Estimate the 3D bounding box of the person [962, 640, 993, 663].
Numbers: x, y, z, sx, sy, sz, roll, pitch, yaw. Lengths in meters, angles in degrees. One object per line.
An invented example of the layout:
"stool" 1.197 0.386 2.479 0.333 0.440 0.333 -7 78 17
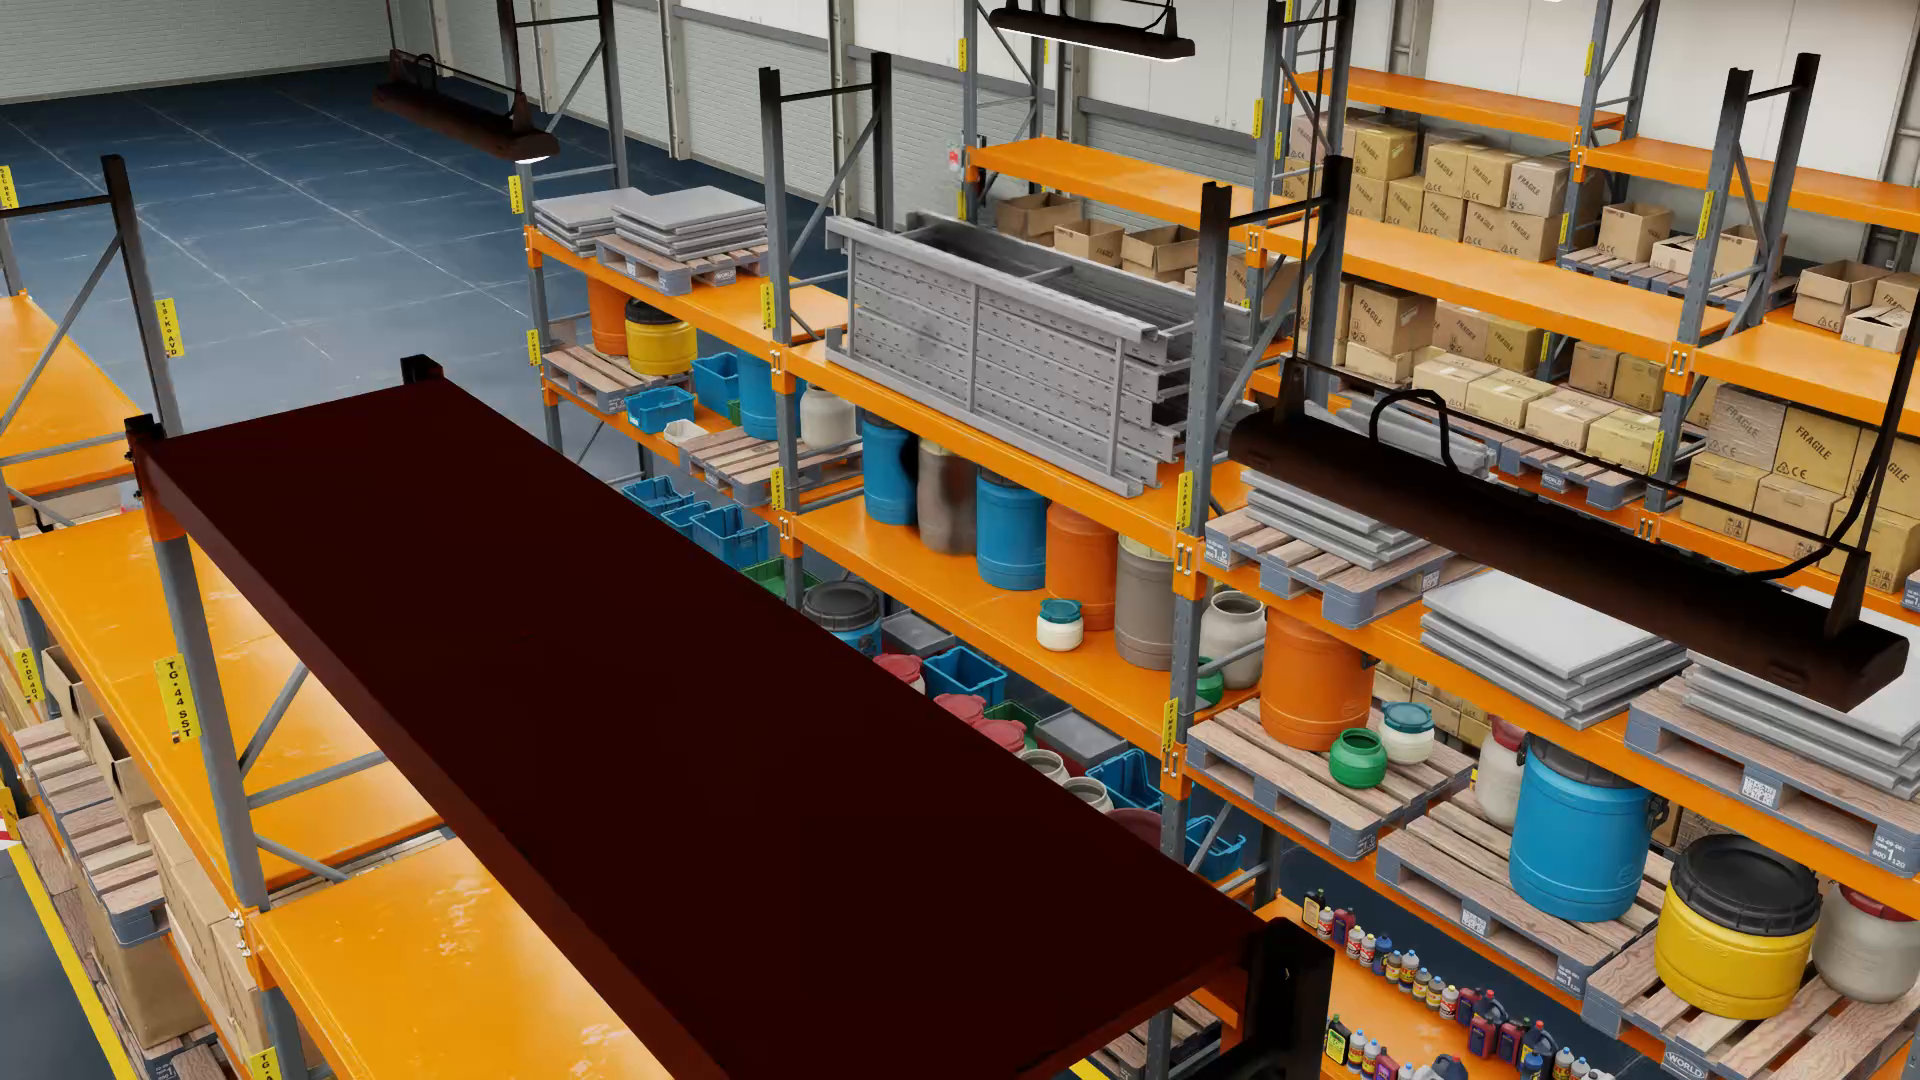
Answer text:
"person" 0.062 0.596 15.267 0.624 1.545 0.555 23 34 39
